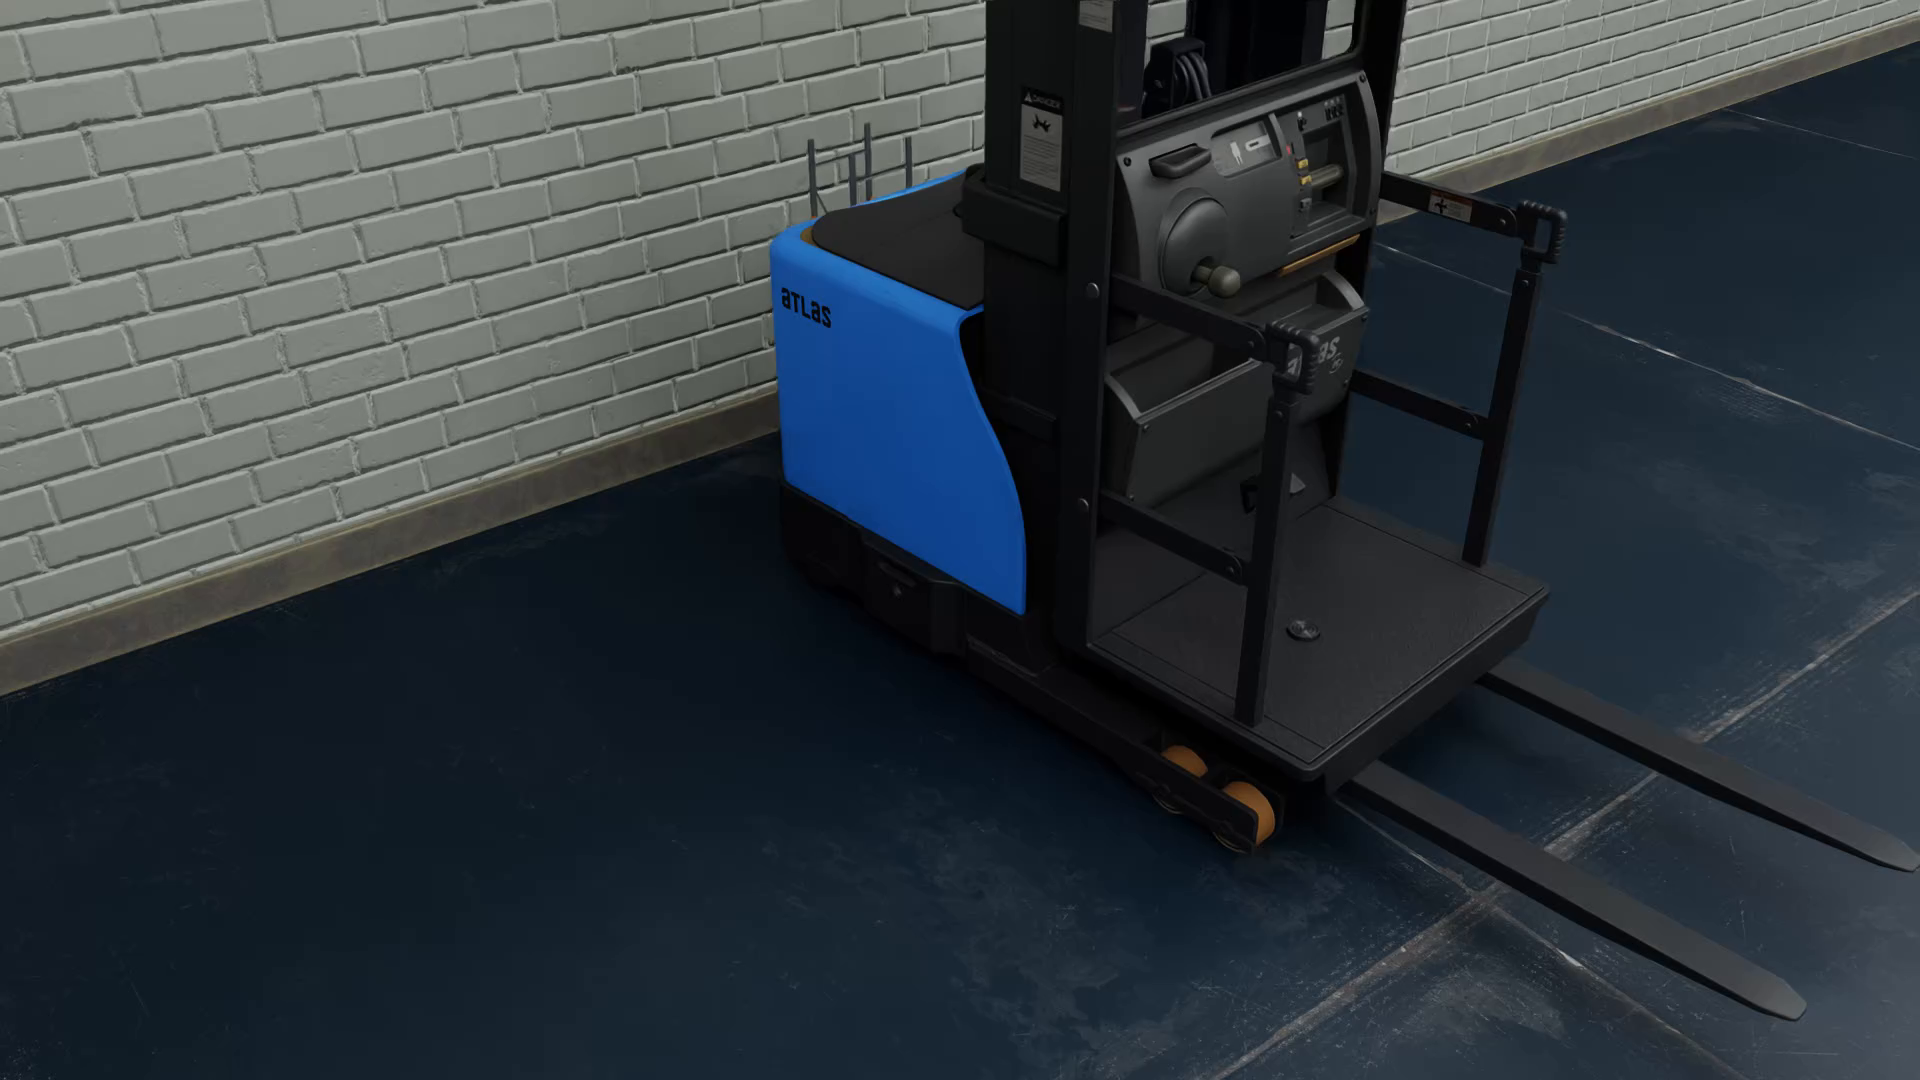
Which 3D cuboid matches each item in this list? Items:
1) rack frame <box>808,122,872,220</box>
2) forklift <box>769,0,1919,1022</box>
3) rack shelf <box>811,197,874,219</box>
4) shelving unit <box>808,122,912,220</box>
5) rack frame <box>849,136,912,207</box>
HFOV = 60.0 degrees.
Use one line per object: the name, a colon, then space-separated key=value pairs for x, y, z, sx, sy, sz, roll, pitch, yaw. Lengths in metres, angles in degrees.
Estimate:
rack frame: x=-0.357 y=-0.702 z=5.243 sx=0.240 sy=1.200 sz=0.006 roll=-27 pitch=41 yaw=-36
forklift: x=0.842 y=-0.799 z=3.758 sx=1.130 sy=2.935 sz=3.031 roll=-27 pitch=41 yaw=-36
rack shelf: x=-0.294 y=-0.935 z=5.020 sx=0.258 sy=0.103 sz=0.180 roll=-27 pitch=41 yaw=-36
shelving unit: x=-0.294 y=-0.667 z=5.187 sx=0.258 sy=1.200 sz=0.189 roll=-27 pitch=41 yaw=-36
rack frame: x=-0.230 y=-0.632 z=5.131 sx=0.240 sy=1.200 sz=0.006 roll=-27 pitch=41 yaw=-36
